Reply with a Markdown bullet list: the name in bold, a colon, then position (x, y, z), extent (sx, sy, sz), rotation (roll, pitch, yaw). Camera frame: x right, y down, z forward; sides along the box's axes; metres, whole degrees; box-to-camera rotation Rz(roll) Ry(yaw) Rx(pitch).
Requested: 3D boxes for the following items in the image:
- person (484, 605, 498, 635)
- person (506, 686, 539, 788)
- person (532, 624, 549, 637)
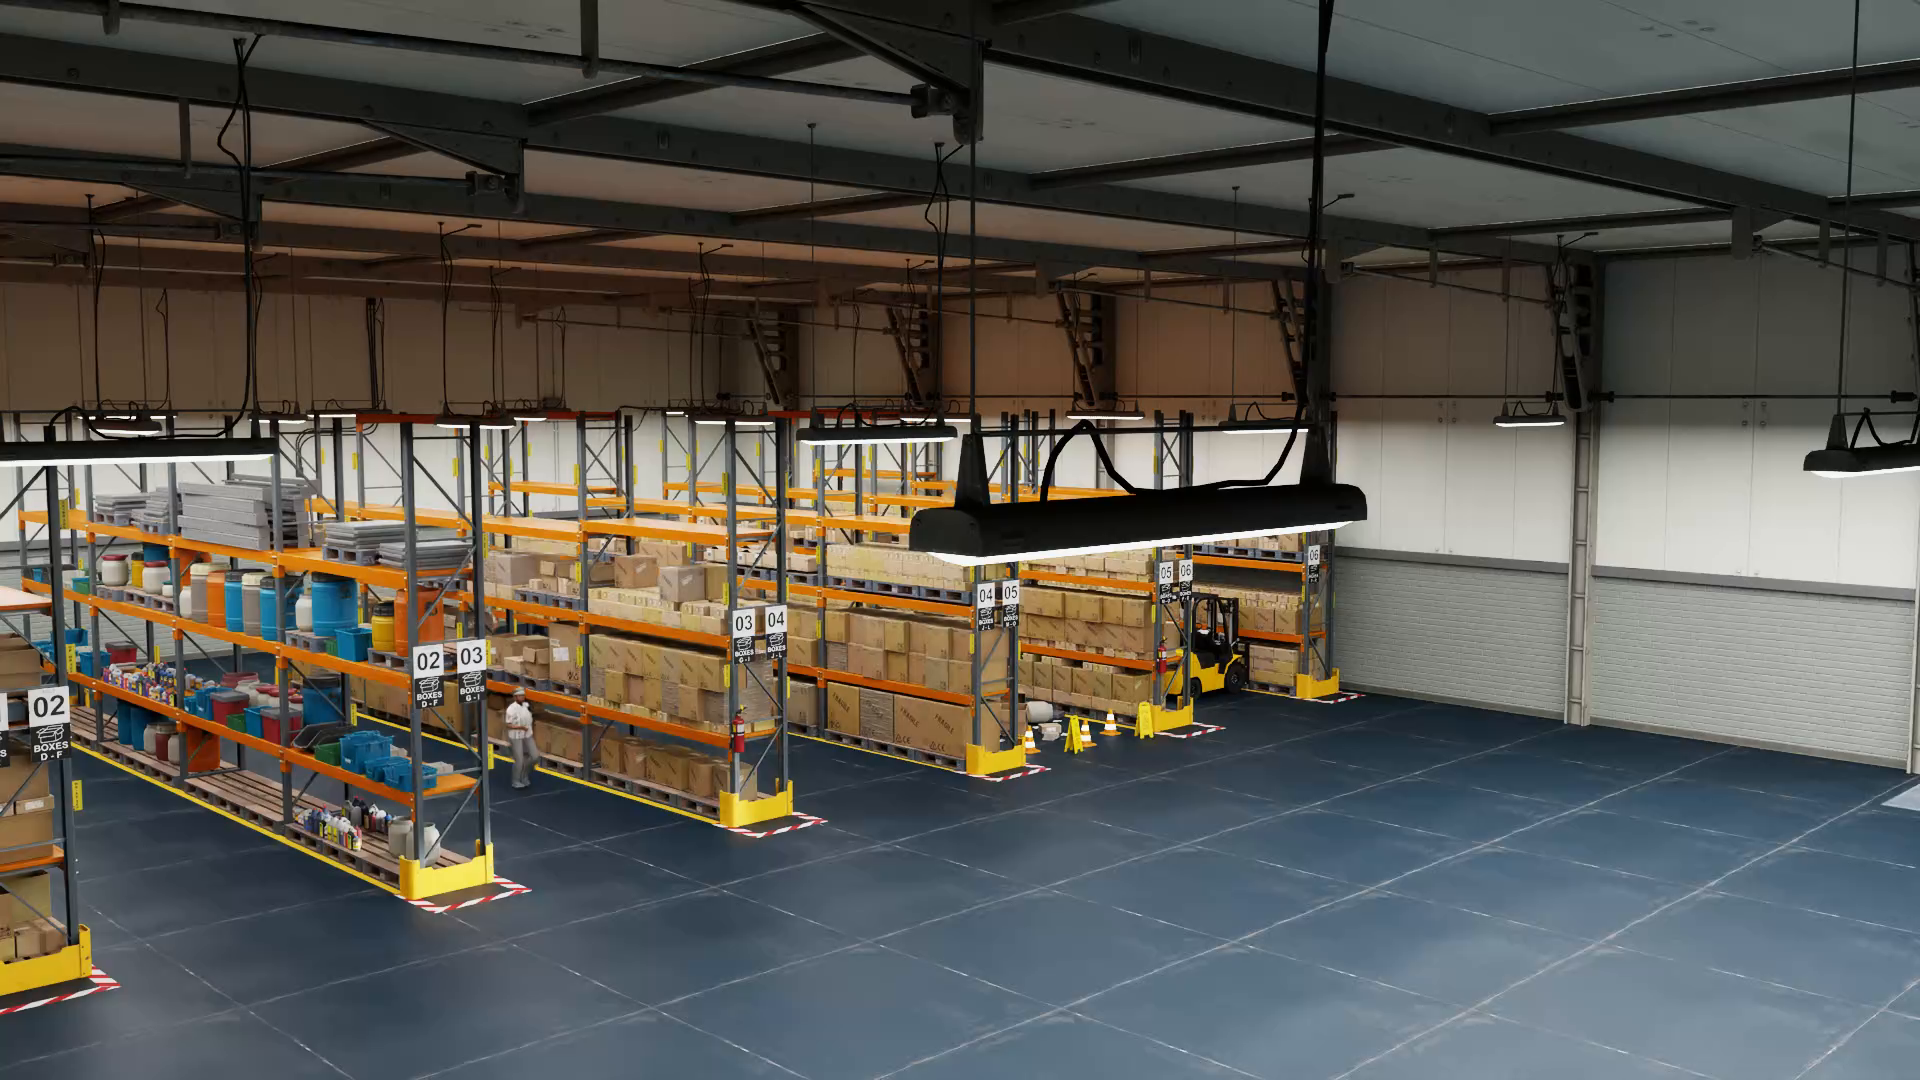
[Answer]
- **person**: position (-10.606, 2.242, 37.028), extent (0.669, 1.823, 0.844), rotation (-5, 7, -42)
- **person**: position (-7.005, 3.174, 26.710), extent (0.611, 1.665, 0.554), rotation (5, 7, 43)
- **person**: position (-10.296, 2.018, 40.700), extent (0.802, 1.551, 0.609), rotation (0, 5, 3)
